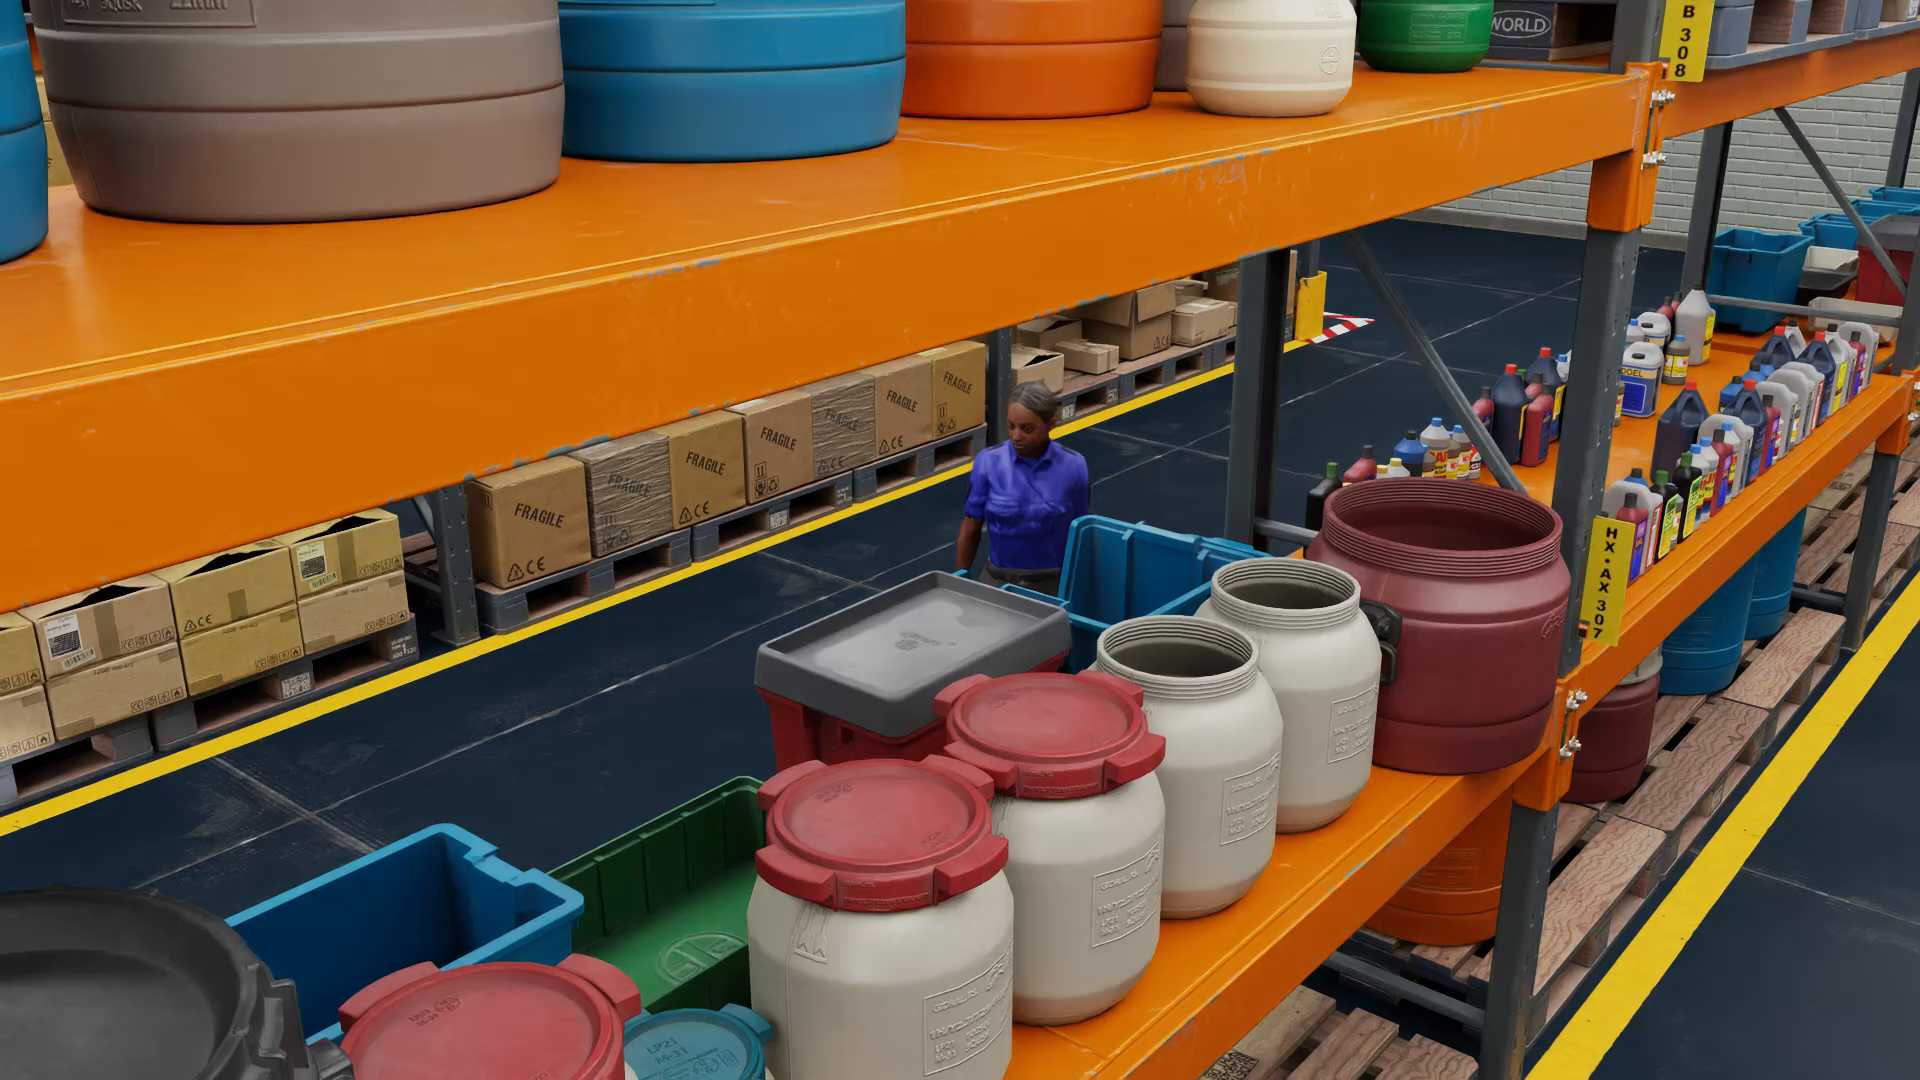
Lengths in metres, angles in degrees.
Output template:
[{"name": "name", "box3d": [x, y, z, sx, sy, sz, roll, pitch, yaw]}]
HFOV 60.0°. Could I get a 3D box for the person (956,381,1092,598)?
[{"name": "person", "box3d": [0.216, 0.200, 6.044, 0.707, 1.630, 0.684, 0, 20, -1]}]
